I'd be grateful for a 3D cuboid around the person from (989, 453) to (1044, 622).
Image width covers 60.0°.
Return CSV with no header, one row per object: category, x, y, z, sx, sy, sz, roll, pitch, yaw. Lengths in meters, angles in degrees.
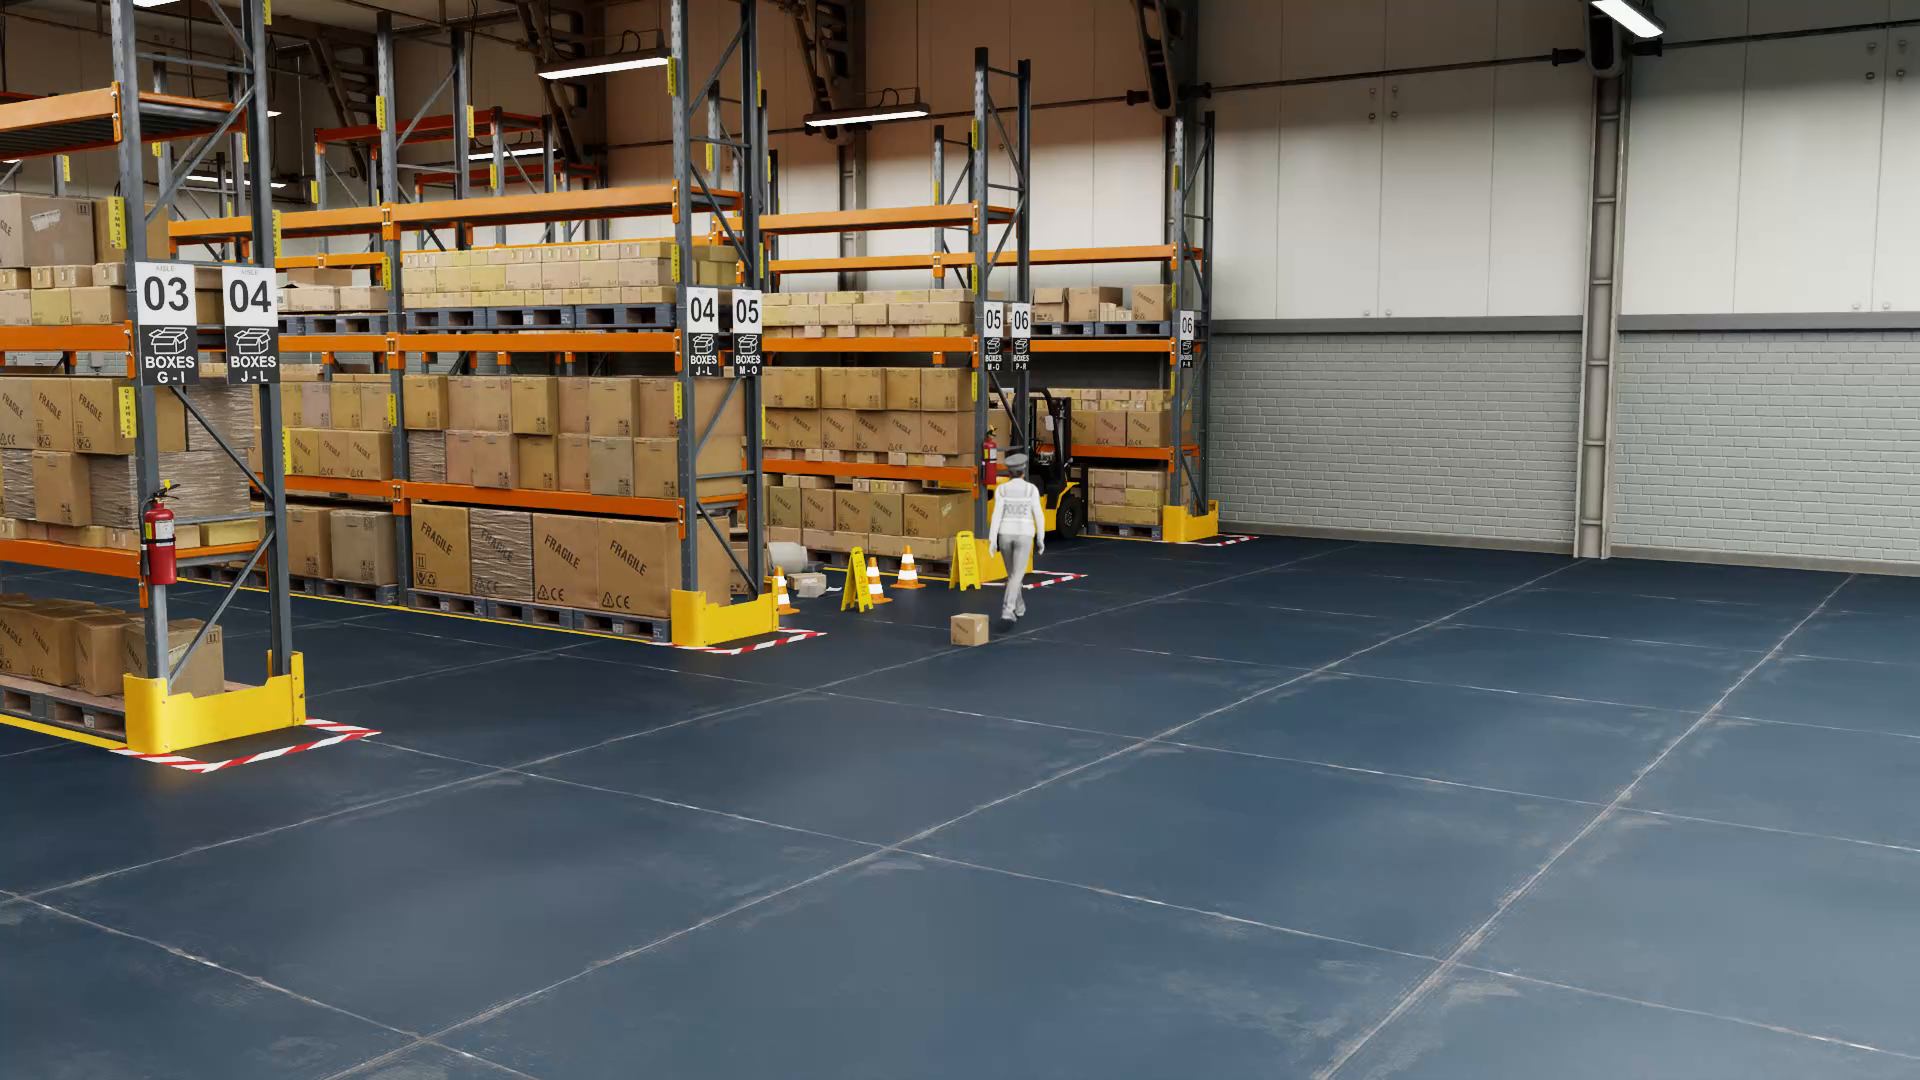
person,0.563,-0.021,16.146,0.504,1.626,1.030,2,7,17
